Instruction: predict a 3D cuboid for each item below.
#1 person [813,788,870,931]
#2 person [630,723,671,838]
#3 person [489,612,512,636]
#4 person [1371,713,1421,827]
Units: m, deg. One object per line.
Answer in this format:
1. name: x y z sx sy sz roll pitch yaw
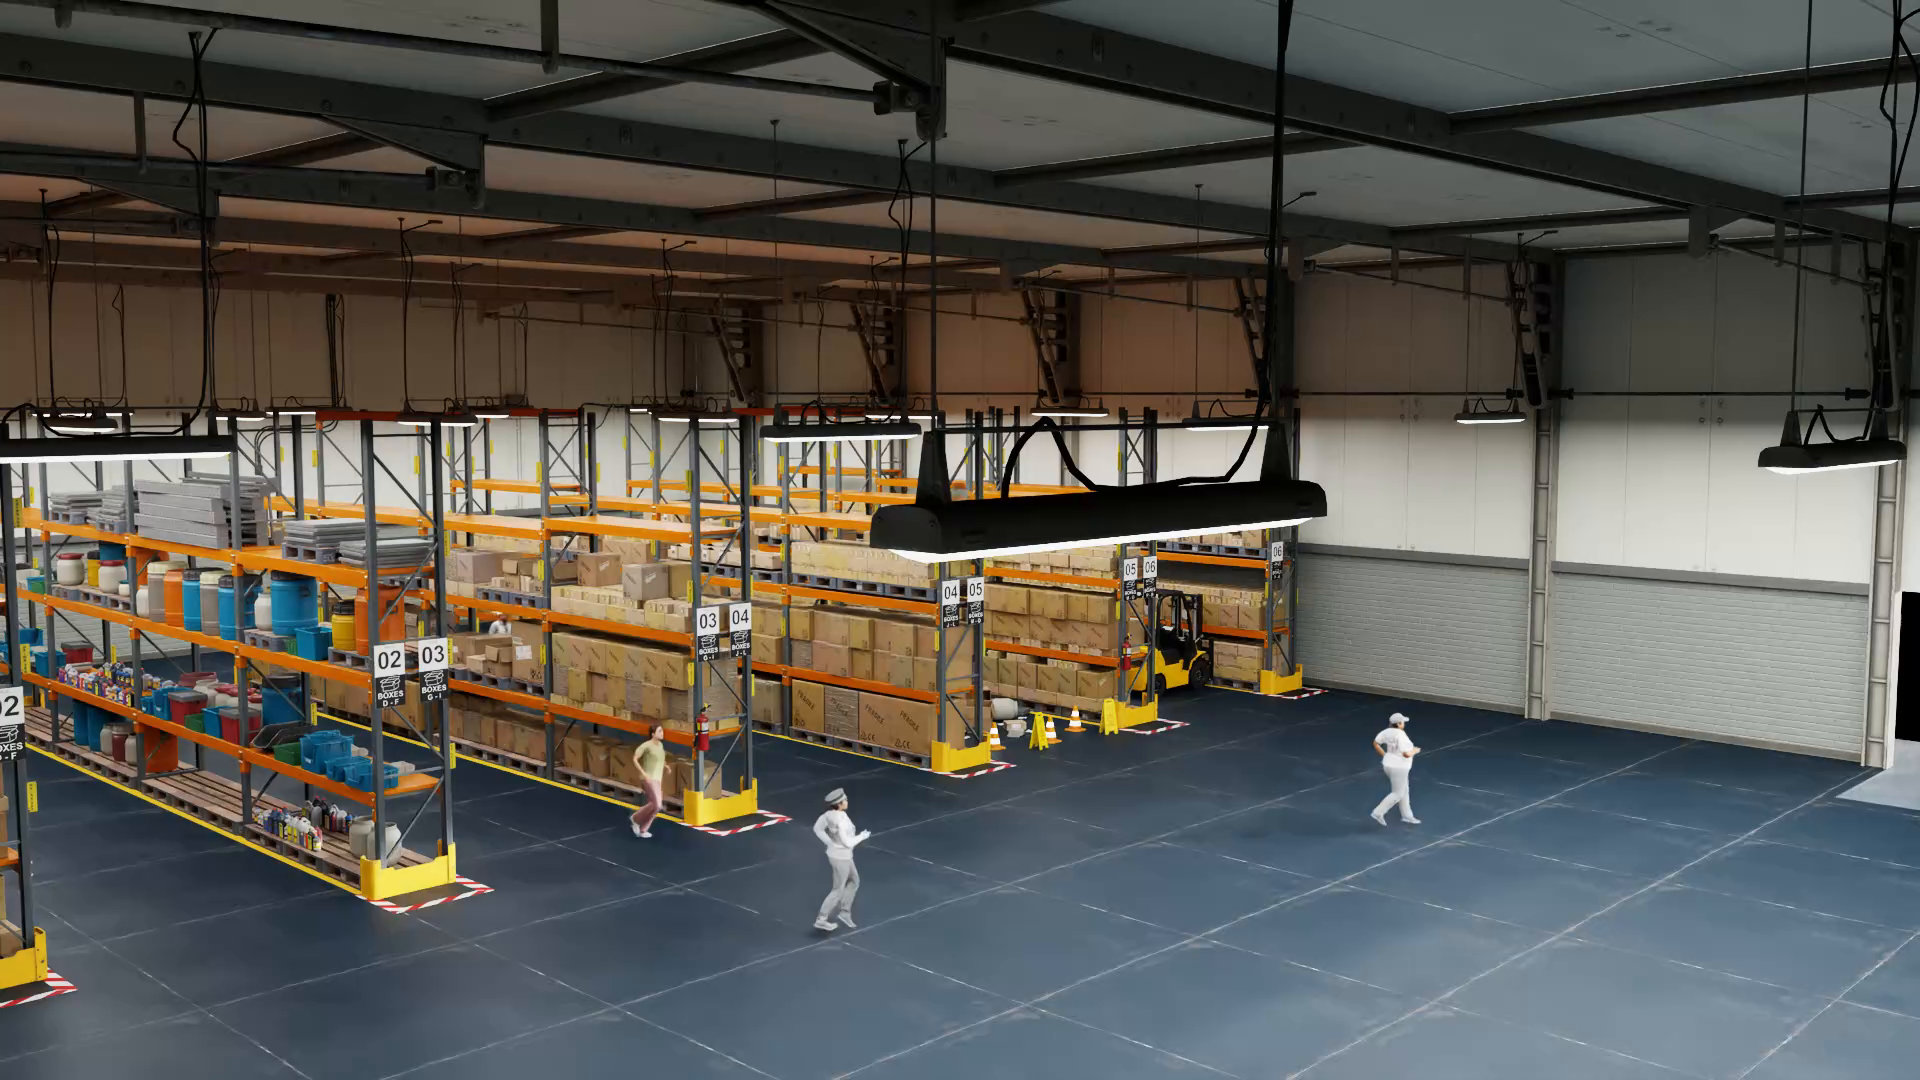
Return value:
1. person: -1.395 3.761 19.515 0.684 1.734 0.592 -2 5 -19
2. person: -4.386 3.427 23.786 0.517 1.598 0.591 2 6 24
3. person: -9.774 2.327 35.376 0.858 1.819 0.677 4 7 39
4. person: 6.344 3.338 24.148 0.880 1.665 0.608 -1 5 -15
